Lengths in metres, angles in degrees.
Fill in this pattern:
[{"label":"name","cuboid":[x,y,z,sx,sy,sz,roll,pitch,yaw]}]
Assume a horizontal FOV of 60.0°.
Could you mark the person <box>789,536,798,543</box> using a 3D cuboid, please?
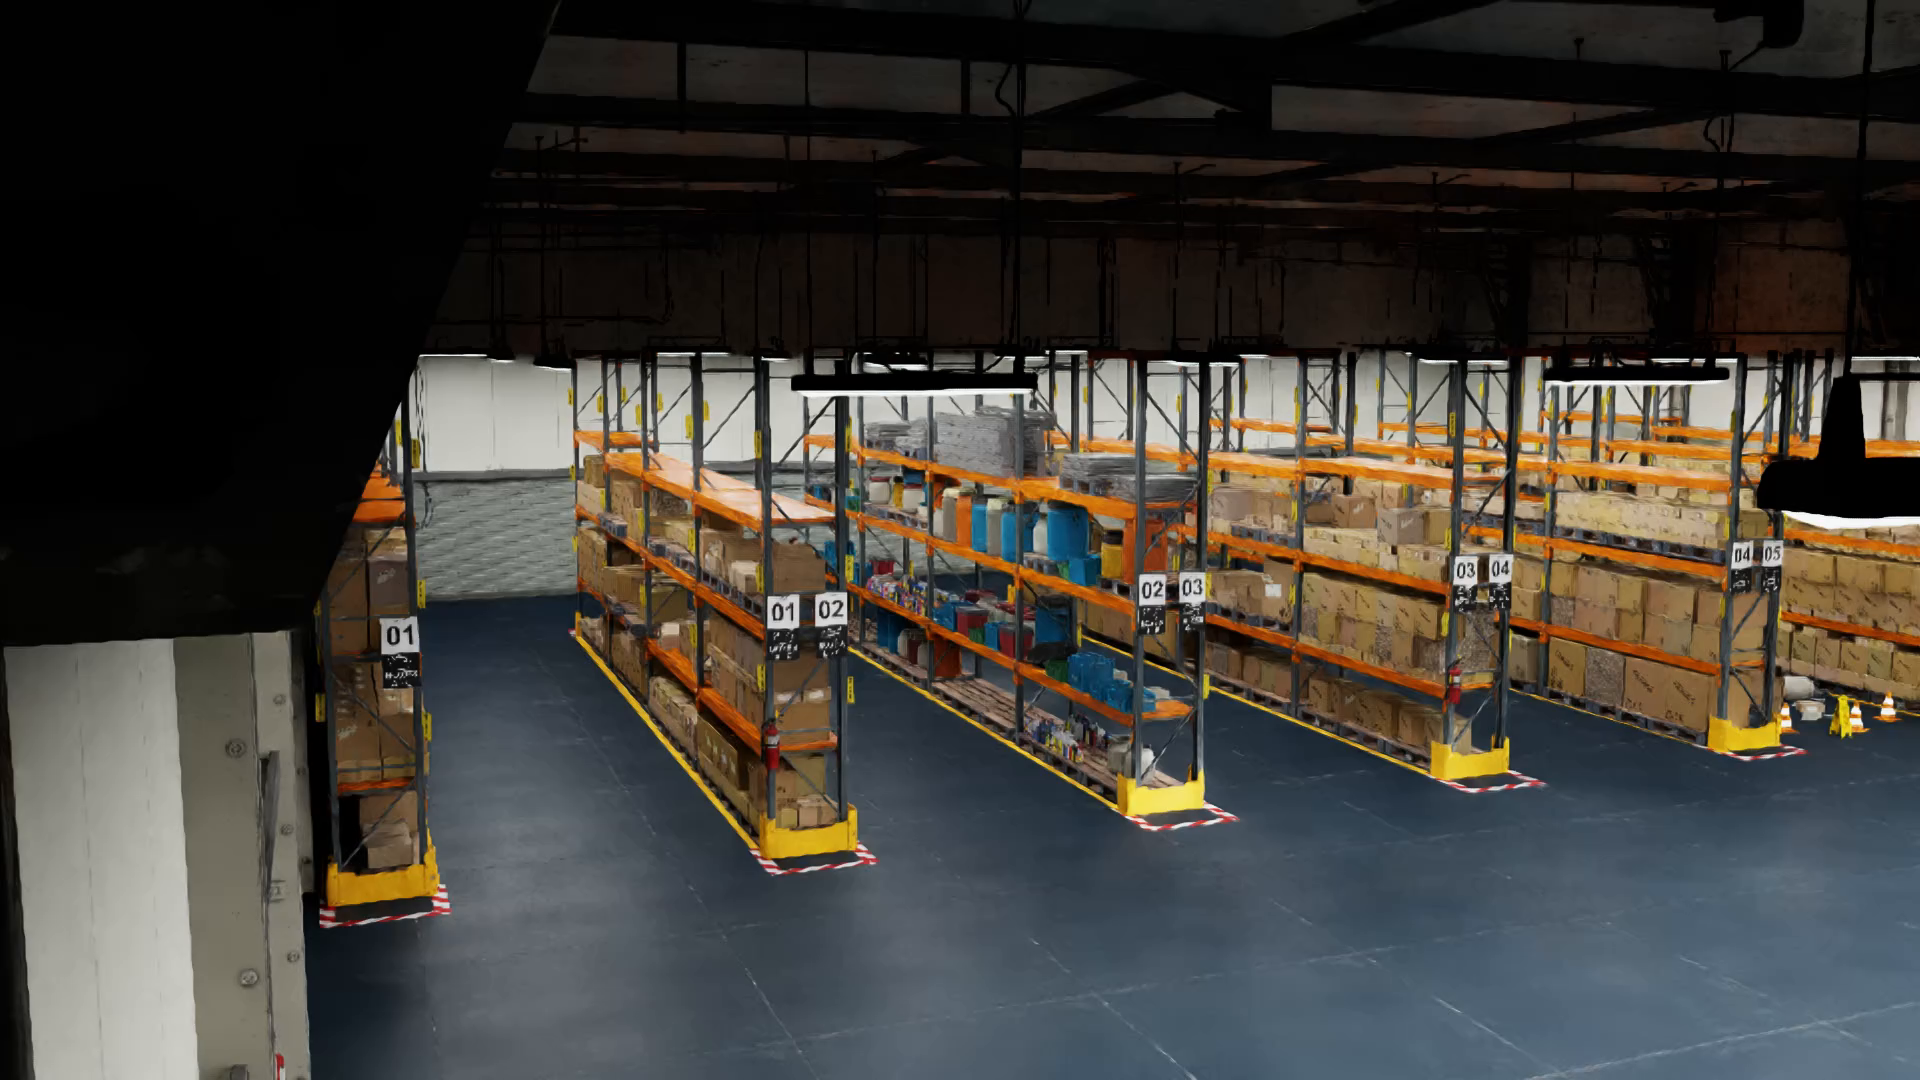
[{"label":"person","cuboid":[-3.963,0.751,38.282,0.497,1.664,0.643,4,8,27]}]
